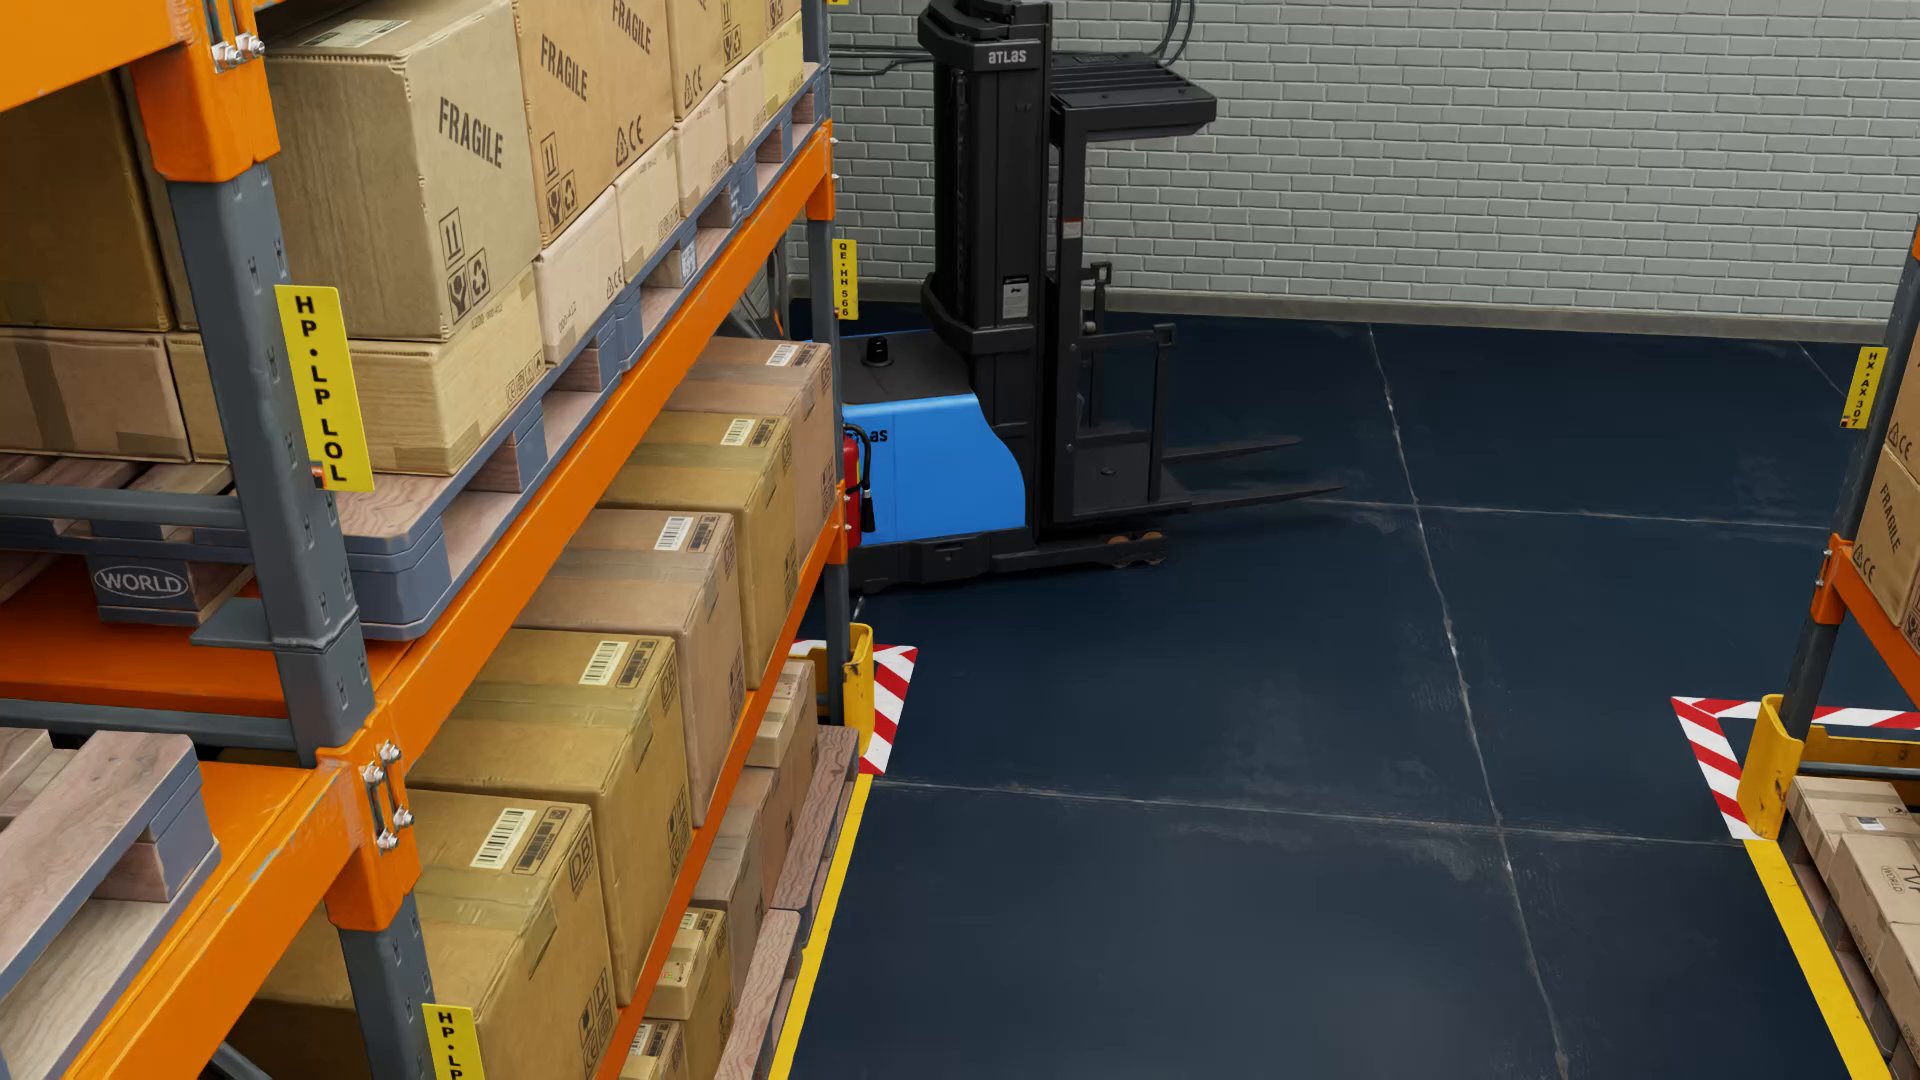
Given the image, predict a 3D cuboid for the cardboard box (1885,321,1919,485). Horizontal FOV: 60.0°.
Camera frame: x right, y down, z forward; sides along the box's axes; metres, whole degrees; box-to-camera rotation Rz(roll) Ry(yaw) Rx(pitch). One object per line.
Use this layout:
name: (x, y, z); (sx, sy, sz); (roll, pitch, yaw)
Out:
cardboard box: (3.612, -0.447, 5.757); (0.500, 0.500, 0.500); (4, 29, 8)

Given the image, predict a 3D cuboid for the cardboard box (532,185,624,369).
cardboard box: (-1.056, -0.592, 3.633); (0.500, 0.250, 0.500); (3, 28, 5)

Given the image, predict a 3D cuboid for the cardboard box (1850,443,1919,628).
cardboard box: (3.612, -0.007, 5.994); (0.500, 0.500, 0.500); (4, 29, 7)

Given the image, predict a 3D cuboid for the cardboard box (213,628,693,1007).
cardboard box: (-1.301, 0.711, 4.452); (0.980, 0.700, 0.700); (3, 28, 5)

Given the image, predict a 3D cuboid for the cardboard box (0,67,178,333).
cardboard box: (-1.625, -0.715, 3.072); (0.500, 0.500, 0.500); (3, 28, 6)

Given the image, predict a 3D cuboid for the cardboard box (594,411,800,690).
cardboard box: (-1.119, 0.009, 5.754); (0.980, 0.700, 0.700); (3, 28, 6)

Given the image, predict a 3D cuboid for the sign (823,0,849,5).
sign: (-0.452, -2.080, 5.935); (0.100, 0.325, 0.005); (3, 28, 6)

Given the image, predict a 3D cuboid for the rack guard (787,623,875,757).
rack guard: (-0.986, 0.647, 7.522); (1.175, 0.500, 0.348); (3, 28, 6)

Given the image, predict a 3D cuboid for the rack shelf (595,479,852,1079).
rack shelf: (-1.234, 0.816, 5.332); (1.077, 0.370, 4.000); (3, 28, 6)

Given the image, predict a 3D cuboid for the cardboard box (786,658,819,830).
cardboard box: (-0.975, 0.809, 6.779); (0.700, 0.500, 0.500); (3, 28, 6)

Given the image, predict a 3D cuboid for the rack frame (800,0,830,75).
rack frame: (-0.989, -3.083, 5.486); (1.000, 3.000, 0.127); (3, 28, 6)

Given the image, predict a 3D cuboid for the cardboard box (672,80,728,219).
cardboard box: (-0.937, -1.075, 4.531); (0.500, 0.250, 0.500); (3, 28, 5)

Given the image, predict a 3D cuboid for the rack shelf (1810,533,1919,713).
rack shelf: (3.683, 1.102, 4.800); (1.077, 0.370, 4.000); (3, 28, 6)

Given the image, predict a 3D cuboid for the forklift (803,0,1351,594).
forklift: (0.652, -1.377, 8.716); (3.031, 2.935, 1.130); (-7, 29, -13)

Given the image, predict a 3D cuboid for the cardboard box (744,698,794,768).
cardboard box: (-0.841, 0.714, 6.270); (0.380, 0.149, 0.250); (4, 29, 8)

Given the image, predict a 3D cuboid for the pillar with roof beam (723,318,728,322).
pillar with roof beam: (2.756, -4.154, 7.474); (9.100, 9.000, 0.400); (3, 28, 6)

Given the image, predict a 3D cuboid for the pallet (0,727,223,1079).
pallet: (-1.542, 0.639, 1.941); (0.805, 0.209, 1.217); (2, 28, 4)

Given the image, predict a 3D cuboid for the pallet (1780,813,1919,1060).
pallet: (3.822, 1.483, 6.276); (1.003, 0.211, 1.213); (3, 28, 6)

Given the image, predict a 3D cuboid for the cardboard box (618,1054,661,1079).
cardboard box: (-1.062, 1.574, 4.675); (0.380, 0.149, 0.250); (4, 29, 8)

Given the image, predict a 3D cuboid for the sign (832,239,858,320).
sign: (-0.452, -1.018, 6.507); (0.100, 0.325, 0.005); (3, 28, 6)

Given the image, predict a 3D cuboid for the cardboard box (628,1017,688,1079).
cardboard box: (-1.221, 1.774, 4.988); (0.700, 0.500, 0.500); (3, 28, 6)

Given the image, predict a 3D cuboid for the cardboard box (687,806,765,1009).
cardboard box: (-1.098, 1.281, 5.903); (0.700, 0.500, 0.500); (2, 28, 5)

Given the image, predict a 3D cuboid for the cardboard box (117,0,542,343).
cardboard box: (-1.113, -0.692, 3.029); (0.500, 0.500, 0.500); (3, 28, 6)

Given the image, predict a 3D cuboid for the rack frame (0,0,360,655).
rack frame: (-1.479, -1.201, 1.991); (1.000, 3.000, 0.127); (3, 28, 6)

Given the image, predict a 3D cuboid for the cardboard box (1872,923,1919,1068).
cardboard box: (3.457, 1.571, 5.607); (0.500, 0.250, 0.500); (3, 28, 6)

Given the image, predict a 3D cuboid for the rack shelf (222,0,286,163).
rack shelf: (-1.234, -1.649, 4.004); (1.077, 0.370, 4.000); (3, 28, 6)

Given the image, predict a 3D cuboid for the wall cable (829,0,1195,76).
wall cable: (0.059, -4.358, 11.125); (3.097, 2.526, 0.112); (3, 28, 6)

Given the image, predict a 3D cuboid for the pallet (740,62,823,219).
pallet: (-1.069, -1.374, 5.569); (1.003, 0.211, 1.213); (3, 28, 6)

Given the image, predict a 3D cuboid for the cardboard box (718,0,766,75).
cardboard box: (-0.880, -1.661, 4.826); (0.500, 0.500, 0.500); (4, 29, 8)

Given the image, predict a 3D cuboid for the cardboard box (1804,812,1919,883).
cardboard box: (3.505, 1.192, 6.398); (0.380, 0.166, 0.250); (3, 28, 6)

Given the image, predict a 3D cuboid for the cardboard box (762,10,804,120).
cardboard box: (-0.815, -1.566, 5.441); (0.500, 0.250, 0.500); (4, 29, 8)

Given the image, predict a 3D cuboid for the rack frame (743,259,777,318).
rack frame: (-1.158, -0.975, 8.839); (0.400, 2.100, 0.015); (-7, 29, -12)

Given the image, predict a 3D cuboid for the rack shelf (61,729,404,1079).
rack shelf: (-1.724, 1.378, 1.125); (1.077, 0.370, 4.000); (3, 28, 6)

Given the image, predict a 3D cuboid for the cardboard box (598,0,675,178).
cardboard box: (-1.001, -1.167, 3.911); (0.500, 0.500, 0.500); (4, 29, 7)

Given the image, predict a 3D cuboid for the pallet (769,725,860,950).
pallet: (-1.009, 1.166, 6.863); (1.003, 0.211, 1.213); (3, 28, 6)

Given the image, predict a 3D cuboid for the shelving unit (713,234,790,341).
shelving unit: (-1.100, -0.863, 8.630); (0.431, 2.100, 0.503); (-7, 29, -12)

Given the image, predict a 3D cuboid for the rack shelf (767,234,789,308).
rack shelf: (-1.110, -1.466, 8.303); (0.431, 0.518, 0.480); (-7, 29, -12)
